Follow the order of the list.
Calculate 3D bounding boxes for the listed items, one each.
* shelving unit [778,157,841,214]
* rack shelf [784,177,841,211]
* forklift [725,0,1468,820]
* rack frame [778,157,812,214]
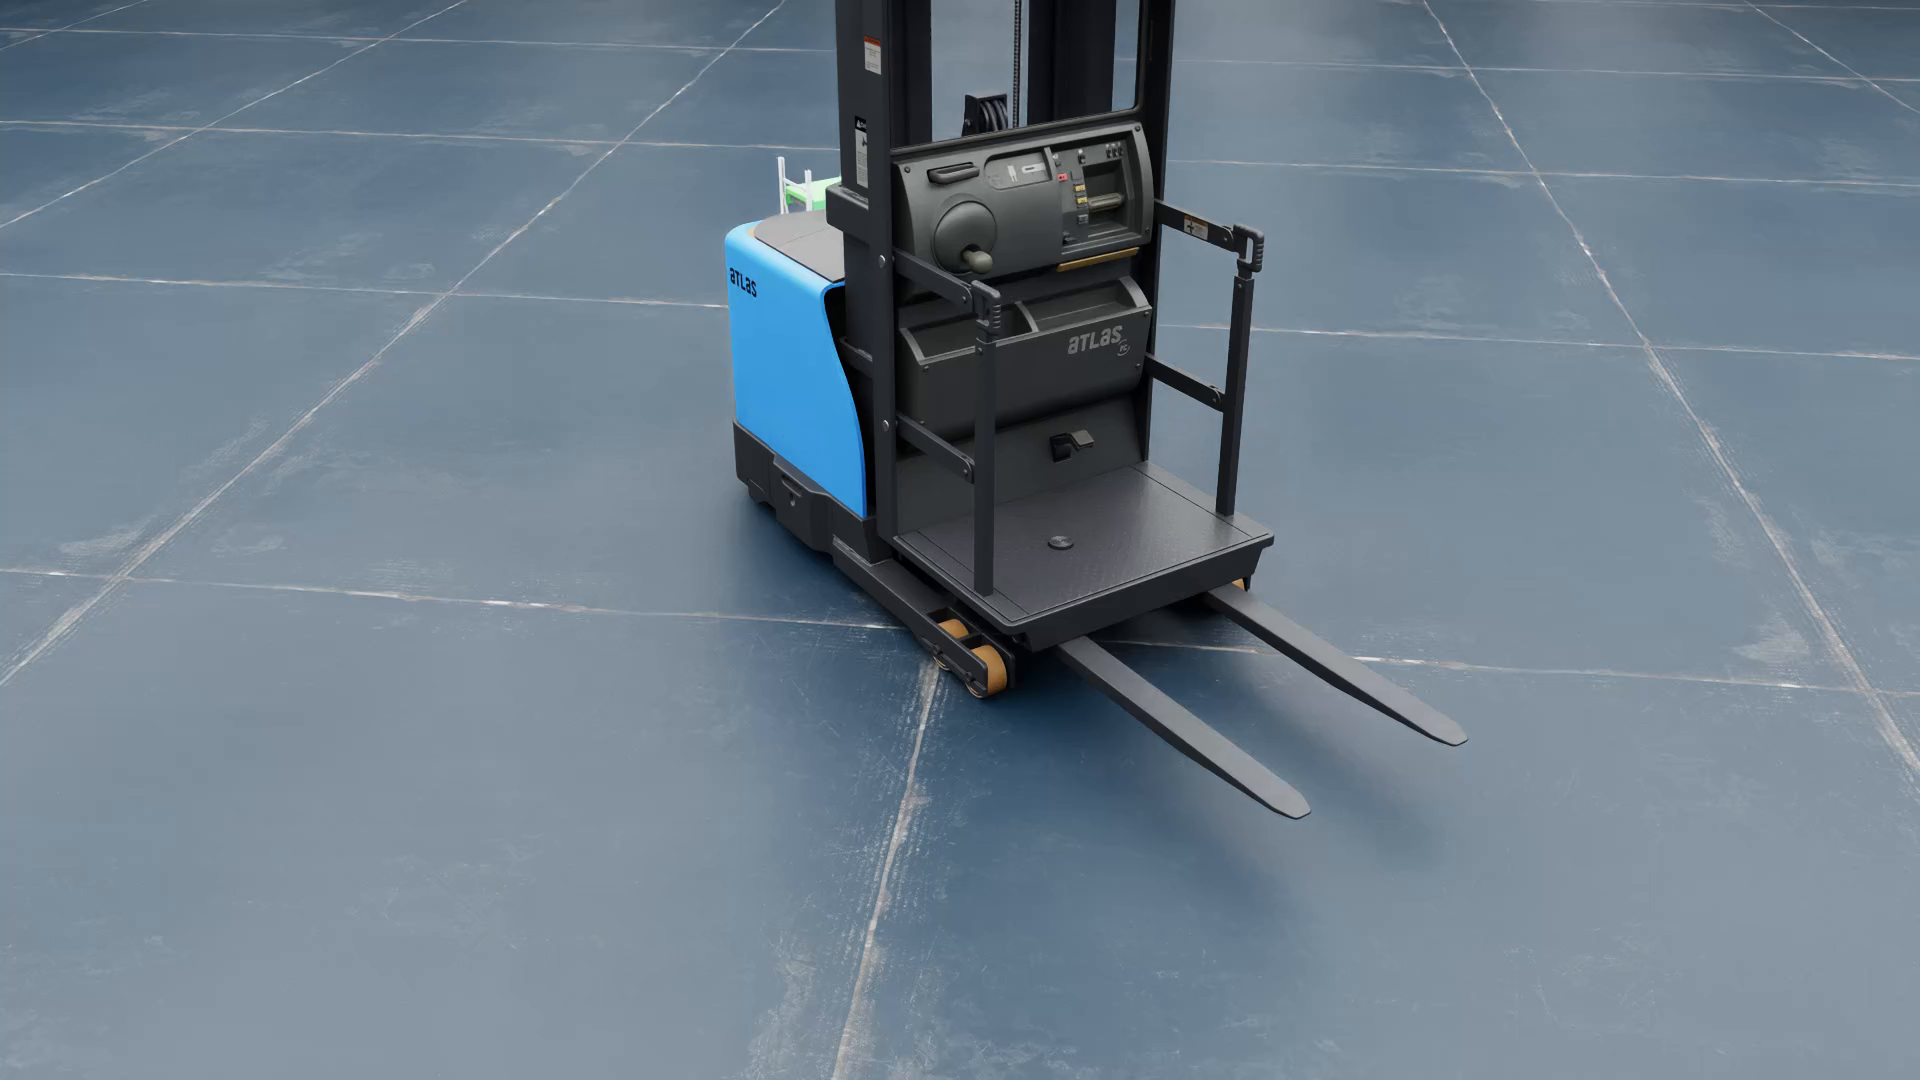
[{"bbox_3d":[-0.434,-0.982,6.808,0.503,1.200,0.258,-17,33,-29],"label":"shelving unit"},{"bbox_3d":[-0.434,-1.349,6.611,0.480,0.148,0.258,-17,33,-29],"label":"rack shelf"},{"bbox_3d":[0.341,-1.043,5.095,1.130,2.935,3.031,-17,33,-29],"label":"forklift"},{"bbox_3d":[-0.638,-0.919,6.691,0.015,1.200,0.240,-17,33,-29],"label":"rack frame"}]
